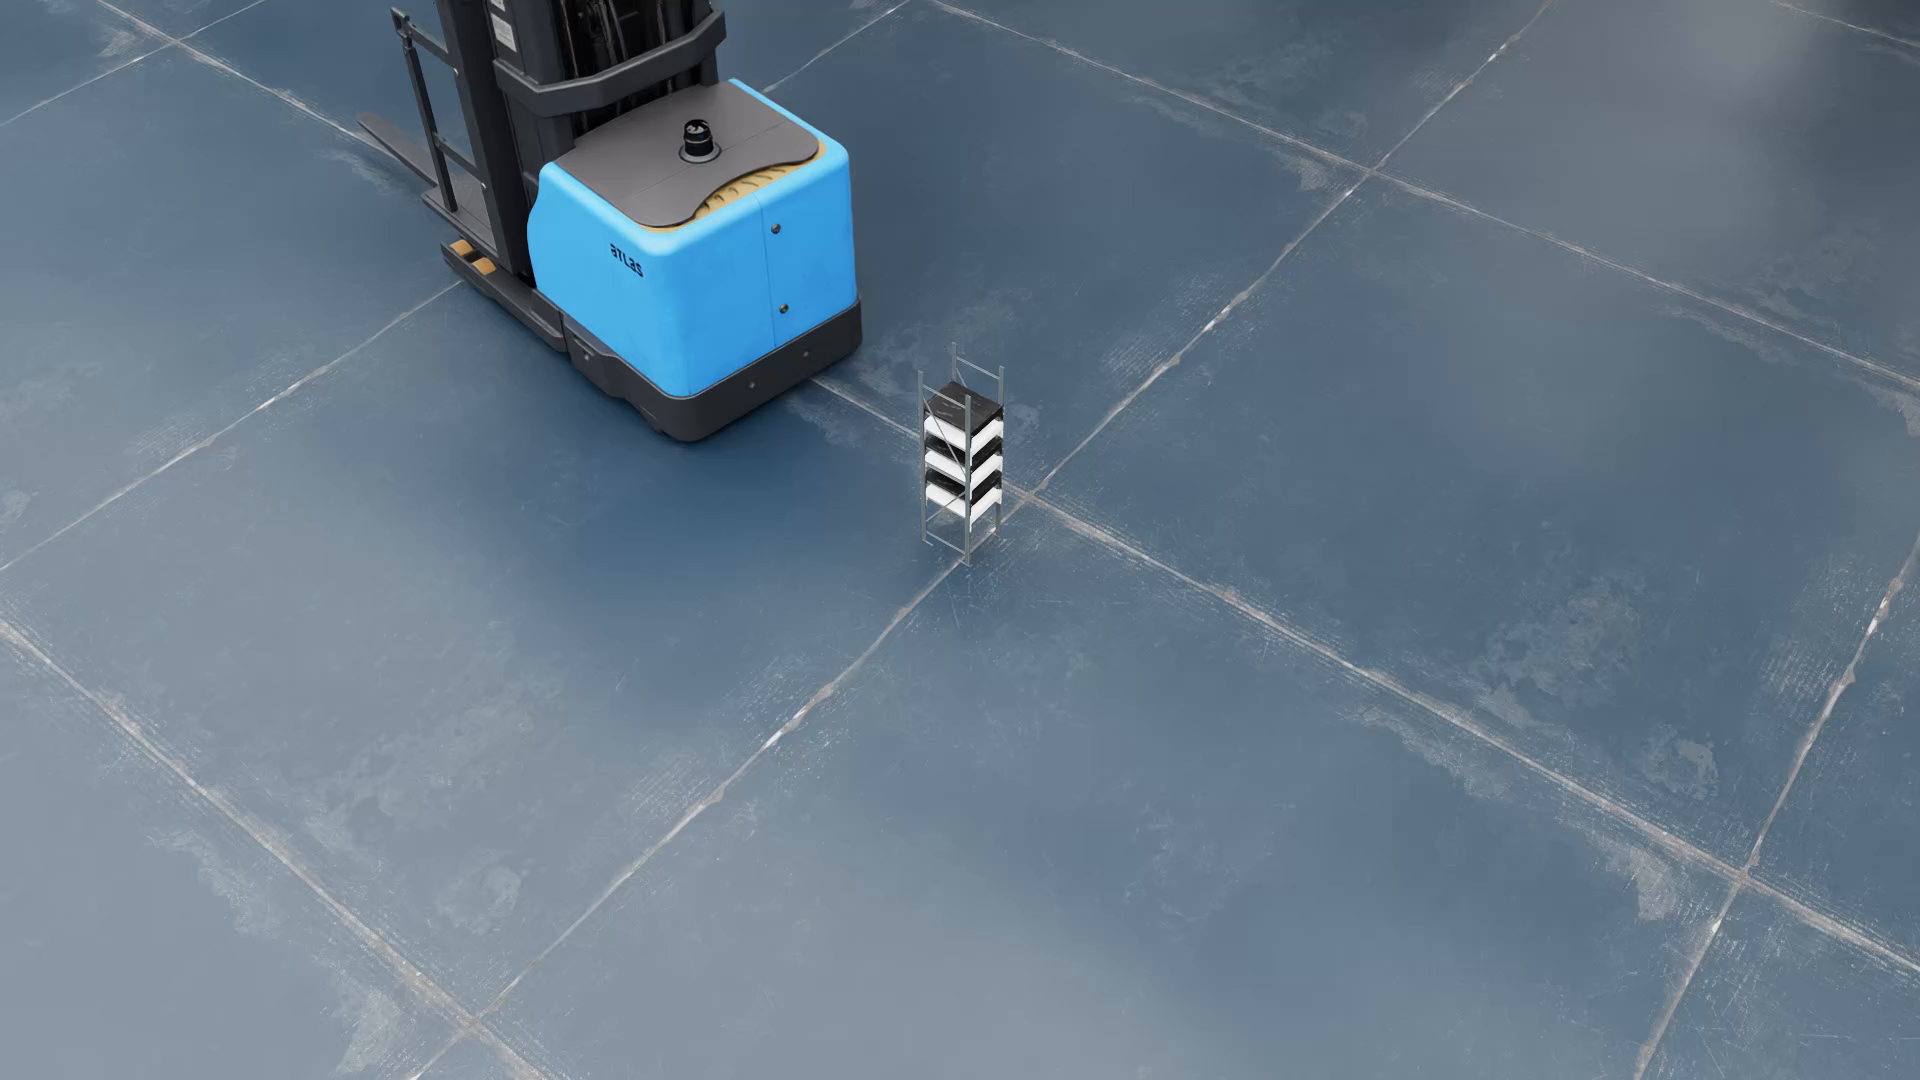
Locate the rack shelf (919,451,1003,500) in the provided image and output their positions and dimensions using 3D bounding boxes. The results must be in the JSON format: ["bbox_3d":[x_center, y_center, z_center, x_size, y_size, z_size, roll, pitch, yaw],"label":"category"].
[{"bbox_3d":[0.005,-0.292,6.453,0.258,0.077,0.200,29,53,25],"label":"rack shelf"}]

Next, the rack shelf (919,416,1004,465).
[{"bbox_3d":[0.005,-0.417,6.323,0.258,0.077,0.200,29,53,25],"label":"rack shelf"}]

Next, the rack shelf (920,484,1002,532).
[{"bbox_3d":[0.005,-0.168,6.583,0.258,0.077,0.200,29,53,25],"label":"rack shelf"}]

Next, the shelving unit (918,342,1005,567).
[{"bbox_3d":[0.005,-0.315,6.429,0.258,0.900,0.210,29,53,25],"label":"shelving unit"}]

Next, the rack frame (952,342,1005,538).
[{"bbox_3d":[0.067,-0.374,6.485,0.240,0.900,0.006,29,53,25],"label":"rack frame"}]

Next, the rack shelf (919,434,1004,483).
[{"bbox_3d":[0.005,-0.355,6.388,0.258,0.077,0.200,29,53,25],"label":"rack shelf"}]

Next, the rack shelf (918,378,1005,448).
[{"bbox_3d":[0.005,-0.479,6.258,0.258,0.077,0.200,29,53,25],"label":"rack shelf"}]

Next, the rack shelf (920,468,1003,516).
[{"bbox_3d":[0.005,-0.230,6.518,0.258,0.077,0.200,29,53,25],"label":"rack shelf"}]

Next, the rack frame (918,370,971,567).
[{"bbox_3d":[-0.057,-0.257,6.373,0.240,0.900,0.006,29,53,25],"label":"rack frame"}]

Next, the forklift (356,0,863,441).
[{"bbox_3d":[-1.817,-2.405,7.020,1.130,2.935,3.031,-34,55,-28],"label":"forklift"}]
